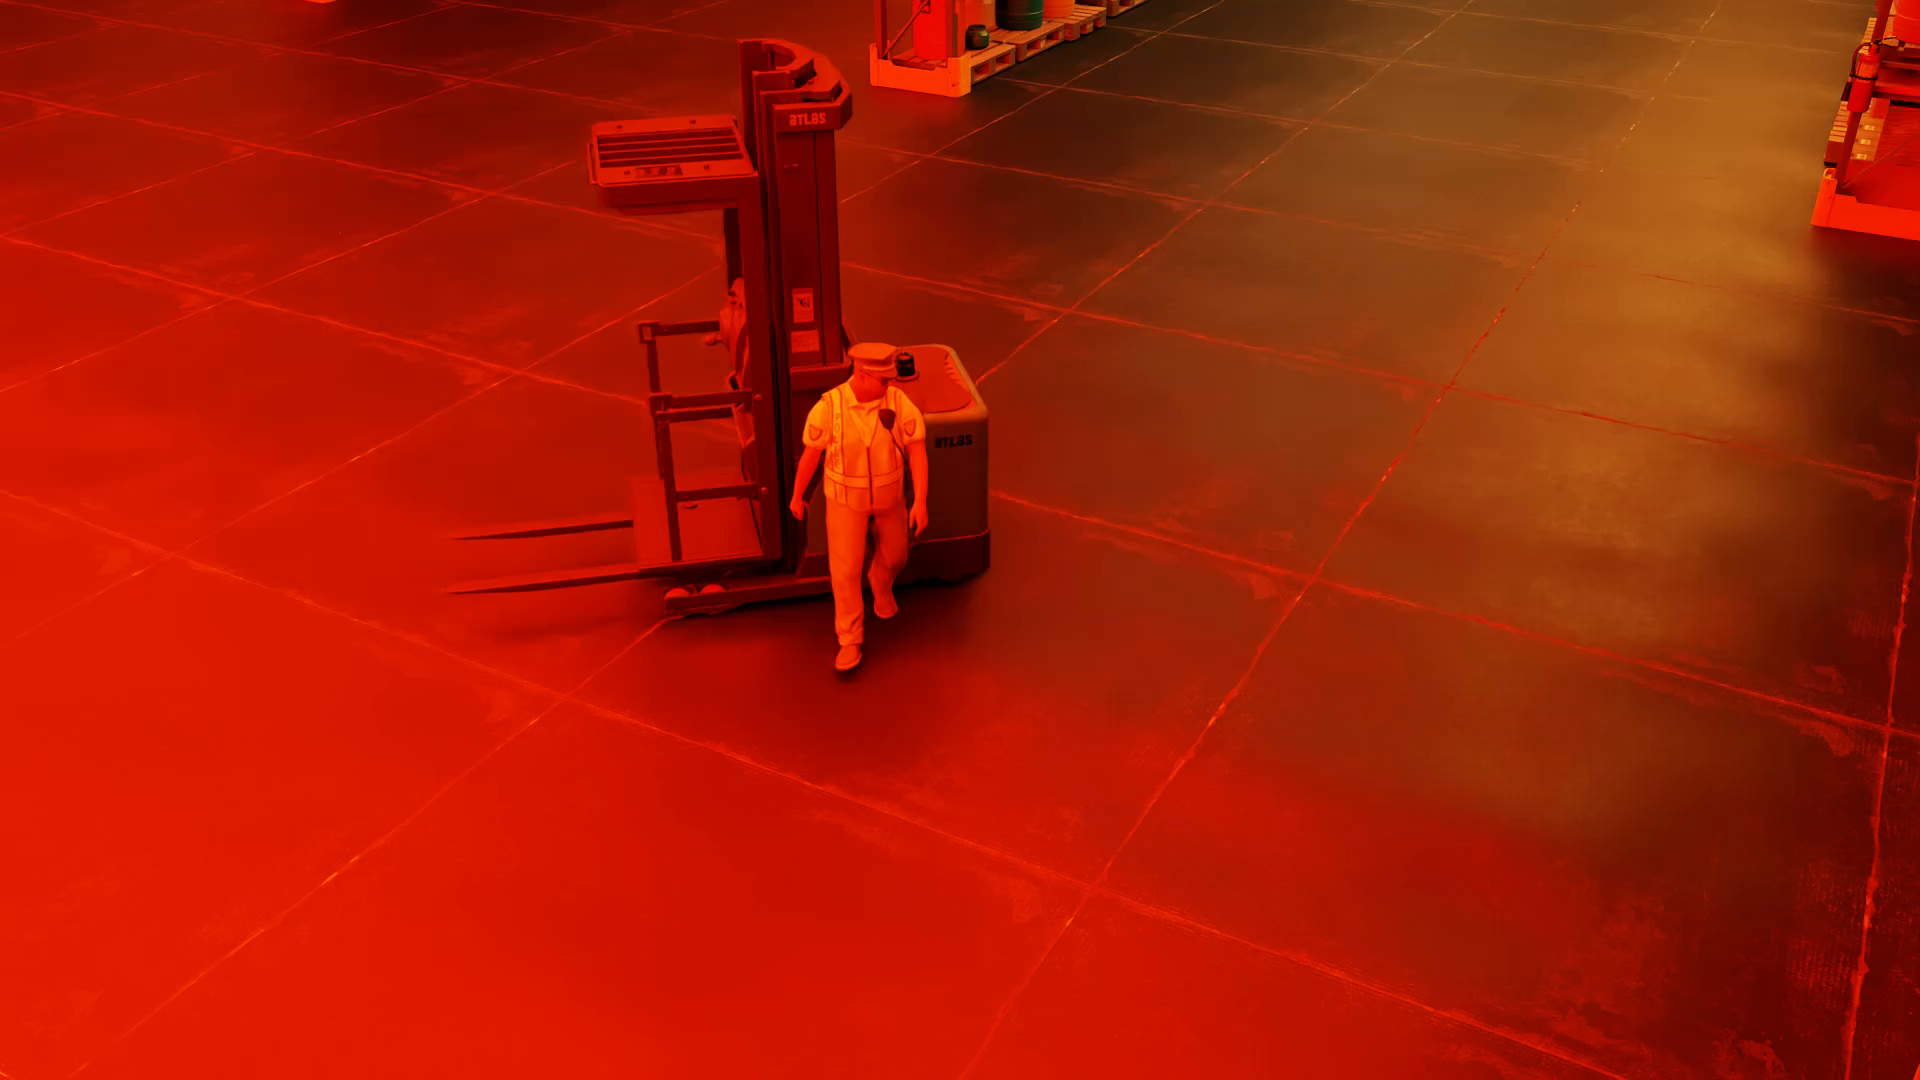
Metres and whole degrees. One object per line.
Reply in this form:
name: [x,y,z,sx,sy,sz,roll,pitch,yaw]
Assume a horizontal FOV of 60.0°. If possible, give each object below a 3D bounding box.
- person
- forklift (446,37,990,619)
person: [-0.513,-0.196,8.665,0.705,1.693,0.894,-8,31,-13]
forklift: [-1.399,-1.121,9.012,3.031,2.935,1.130,-6,31,-11]
